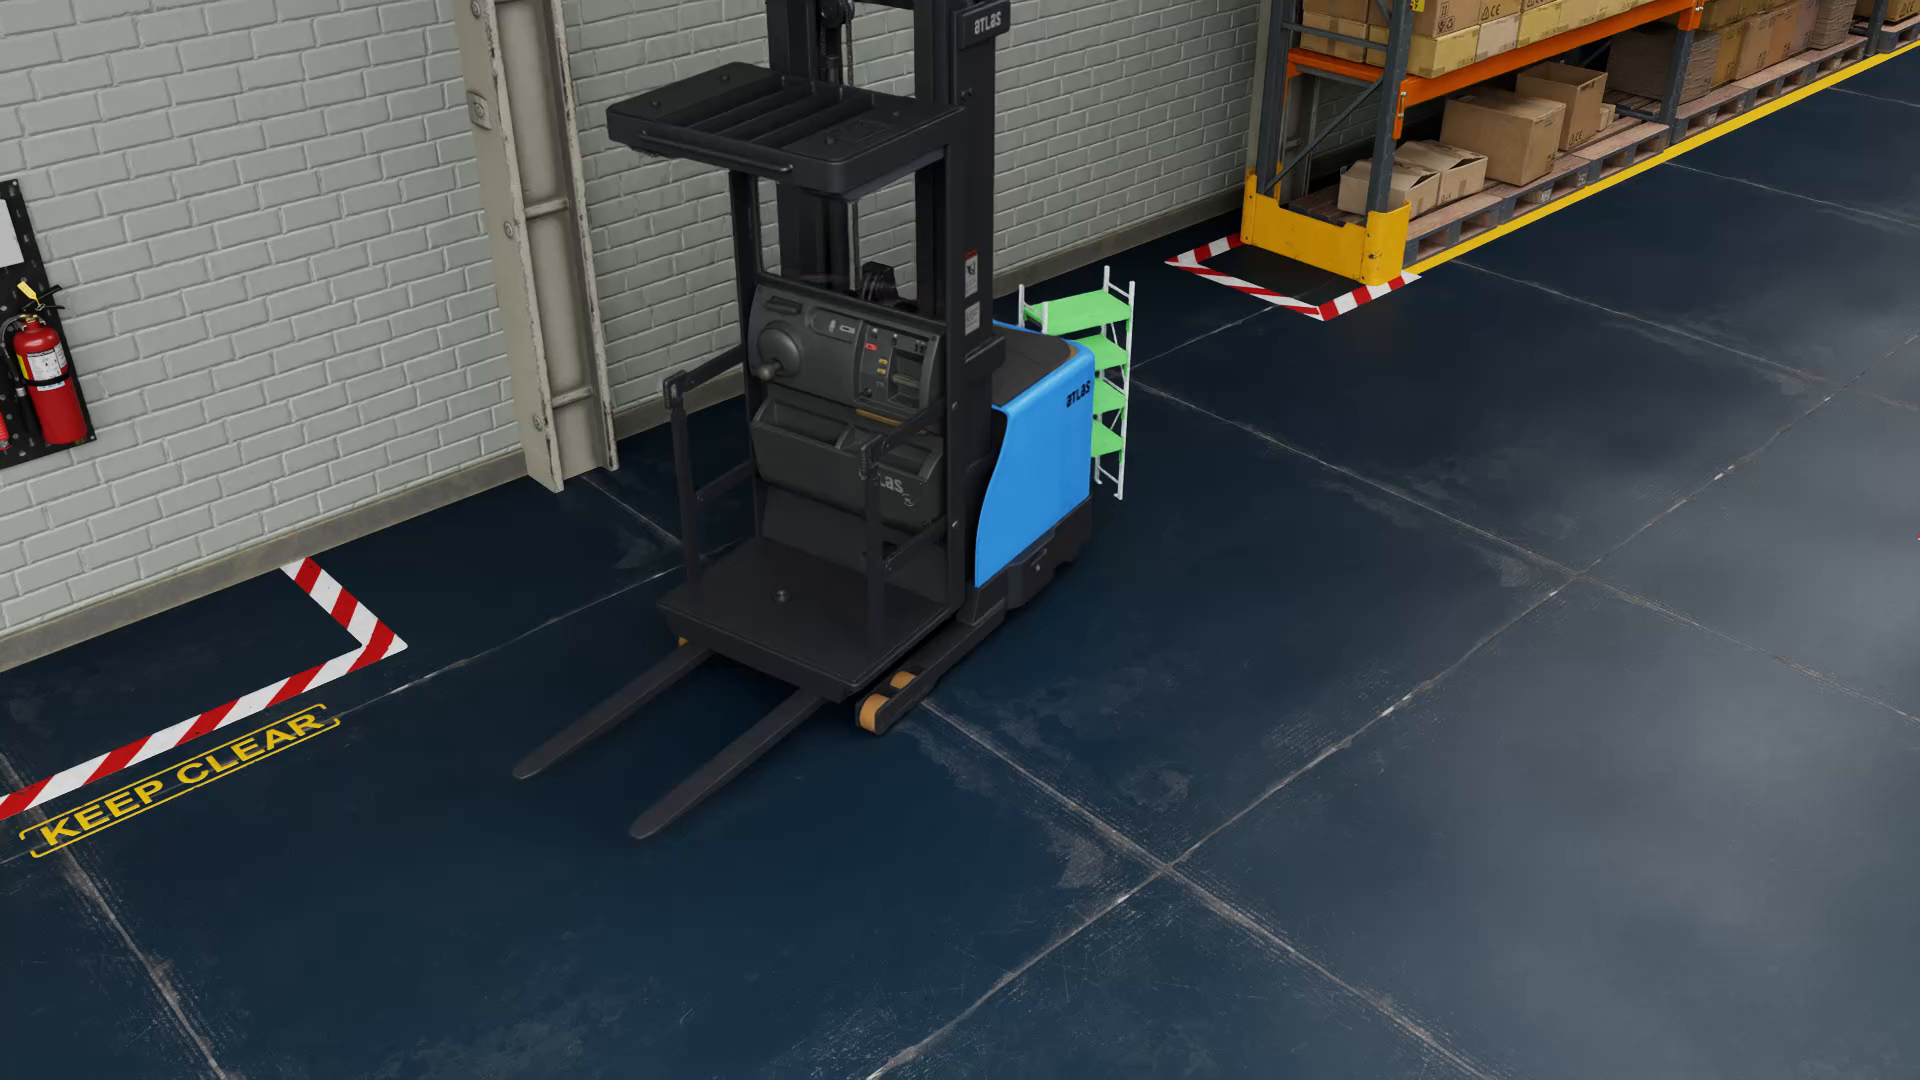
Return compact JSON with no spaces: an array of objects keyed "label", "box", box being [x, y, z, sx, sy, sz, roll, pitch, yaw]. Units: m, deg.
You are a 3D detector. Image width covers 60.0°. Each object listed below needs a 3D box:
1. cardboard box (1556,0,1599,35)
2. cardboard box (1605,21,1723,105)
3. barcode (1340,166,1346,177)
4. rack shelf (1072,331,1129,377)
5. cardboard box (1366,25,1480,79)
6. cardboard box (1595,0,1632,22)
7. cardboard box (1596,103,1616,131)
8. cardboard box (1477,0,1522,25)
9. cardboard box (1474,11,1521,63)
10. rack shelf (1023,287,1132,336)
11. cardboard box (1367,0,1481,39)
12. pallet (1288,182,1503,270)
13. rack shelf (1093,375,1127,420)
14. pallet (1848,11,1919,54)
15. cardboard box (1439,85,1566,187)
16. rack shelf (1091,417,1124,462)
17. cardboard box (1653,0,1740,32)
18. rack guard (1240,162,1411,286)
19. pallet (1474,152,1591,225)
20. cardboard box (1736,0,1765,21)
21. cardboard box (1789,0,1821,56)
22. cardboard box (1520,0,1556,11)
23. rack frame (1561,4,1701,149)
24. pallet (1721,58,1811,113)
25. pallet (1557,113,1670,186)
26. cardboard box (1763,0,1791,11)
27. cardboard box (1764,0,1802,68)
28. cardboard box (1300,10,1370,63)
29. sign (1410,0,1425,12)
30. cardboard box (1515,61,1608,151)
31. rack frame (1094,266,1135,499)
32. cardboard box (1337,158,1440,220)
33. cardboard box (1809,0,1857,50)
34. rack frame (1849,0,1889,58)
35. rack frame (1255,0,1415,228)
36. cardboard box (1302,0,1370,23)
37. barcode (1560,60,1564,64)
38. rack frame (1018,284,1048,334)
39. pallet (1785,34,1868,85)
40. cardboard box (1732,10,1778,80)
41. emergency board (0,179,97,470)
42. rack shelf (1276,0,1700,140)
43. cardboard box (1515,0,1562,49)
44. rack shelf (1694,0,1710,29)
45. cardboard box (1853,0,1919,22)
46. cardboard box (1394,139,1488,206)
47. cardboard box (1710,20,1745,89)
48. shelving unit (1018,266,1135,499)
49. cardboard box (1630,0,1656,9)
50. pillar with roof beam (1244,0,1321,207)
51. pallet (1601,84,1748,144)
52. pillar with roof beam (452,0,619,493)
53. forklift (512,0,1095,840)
[{"label":"cardboard box","box":[4.104,-3.745,11.624,0.500,0.250,0.500,-25,40,-35]},{"label":"cardboard box","box":[5.871,-4.010,13.906,0.500,0.500,0.700,-24,39,-34]},{"label":"barcode","box":[2.719,-2.617,11.802,0.075,0.075,0.001,-26,40,-35]},{"label":"rack shelf","box":[0.560,-0.866,8.178,0.480,0.148,0.258,-16,35,-24]},{"label":"cardboard box","box":[2.983,-3.198,10.730,0.500,0.250,0.500,-27,41,-37]},{"label":"cardboard box","box":[4.472,-3.924,11.916,0.500,0.250,0.500,-26,40,-36]},{"label":"cardboard box","box":[4.971,-3.399,13.227,0.380,0.166,0.250,23,38,33]},{"label":"cardboard box","box":[3.333,-3.693,10.819,0.500,0.500,0.500,-26,40,-35]},{"label":"cardboard box","box":[3.354,-3.388,11.040,0.500,0.250,0.500,-27,41,-37]},{"label":"rack shelf","box":[0.560,-1.070,8.053,0.480,0.148,0.258,-16,35,-24]},{"label":"cardboard box","box":[2.964,-3.521,10.539,0.500,0.500,0.500,-26,40,-35]},{"label":"pallet","box":[3.085,-2.314,11.832,1.213,0.211,1.003,-26,40,-35]},{"label":"rack shelf","box":[0.560,-0.661,8.303,0.480,0.148,0.258,-16,35,-24]},{"label":"pallet","box":[8.905,-5.101,16.390,1.213,0.211,1.003,-26,40,-35]},{"label":"cardboard box","box":[3.968,-2.978,12.219,0.700,0.500,0.500,26,40,36]},{"label":"rack shelf","box":[0.560,-0.456,8.428,0.480,0.148,0.258,-16,35,-24]},{"label":"cardboard box","box":[6.192,-4.487,13.968,0.500,0.250,0.500,-27,40,-36]},{"label":"rack guard","box":[2.465,-2.163,11.308,0.348,0.500,1.175,-26,40,-35]},{"label":"pallet","box":[3.979,-2.745,12.536,1.213,0.211,1.003,-26,40,-35]},{"label":"cardboard box","box":[6.570,-4.673,14.273,0.500,0.250,0.500,-27,41,-37]},{"label":"cardboard box","box":[7.326,-4.748,15.113,0.500,0.500,0.700,-26,40,-36]},{"label":"cardboard box","box":[3.716,-3.873,11.115,0.500,0.500,0.500,-27,41,-37]},{"label":"rack frame","box":[5.342,-4.621,12.932,0.127,3.000,1.000,-26,40,-35]},{"label":"pallet","box":[6.807,-4.143,14.823,1.213,0.211,1.003,-26,40,-35]},{"label":"pallet","box":[4.874,-3.180,13.248,1.213,0.211,1.003,-26,40,-35]},{"label":"cardboard box","box":[6.949,-4.843,14.551,0.500,0.250,0.500,-26,40,-36]},{"label":"cardboard box","box":[6.981,-4.560,14.807,0.500,0.500,0.700,-26,40,-36]},{"label":"cardboard box","box":[2.620,-3.387,11.038,0.500,0.250,0.500,-25,39,-35]},{"label":"sign","box":[2.778,-3.364,10.046,0.005,0.325,0.100,-26,40,-35]},{"label":"cardboard box","box":[4.609,-3.359,12.842,0.500,0.500,0.500,26,40,35]},{"label":"rack frame","box":[0.773,-0.777,8.371,0.015,1.200,0.240,-16,35,-24]},{"label":"cardboard box","box":[2.978,-2.454,11.543,0.500,0.311,0.500,24,39,34]},{"label":"cardboard box","box":[7.783,-4.886,15.339,0.500,0.500,0.700,-25,39,-35]},{"label":"rack frame","box":[8.276,-6.040,15.252,0.127,3.000,1.000,-26,40,-35]},{"label":"rack frame","box":[2.409,-3.202,10.612,0.127,3.000,1.000,-26,40,-35]},{"label":"cardboard box","box":[2.610,-3.715,10.856,0.500,0.500,0.500,-26,40,-36]},{"label":"barcode","box":[4.783,-3.779,13.223,0.075,0.075,0.001,-26,40,-35]},{"label":"rack frame","box":[0.347,-0.654,8.169,0.015,1.200,0.240,-16,35,-24]},{"label":"pallet","box":[7.702,-4.574,15.527,1.213,0.211,1.003,-26,40,-35]},{"label":"cardboard box","box":[6.617,-4.378,14.508,0.500,0.500,0.700,-25,40,-35]},{"label":"emergency board","box":[-3.903,-0.791,6.669,0.643,1.169,0.194,-26,40,-35]},{"label":"rack shelf","box":[3.876,-3.605,11.959,4.000,0.370,1.077,-26,40,-35]},{"label":"cardboard box","box":[3.732,-3.566,11.332,0.500,0.250,0.500,-27,40,-36]},{"label":"rack shelf","box":[6.809,-5.024,14.280,4.000,0.370,1.077,-26,40,-35]},{"label":"cardboard box","box":[8.904,-5.513,16.048,0.750,0.750,0.750,-26,40,-36]},{"label":"cardboard box","box":[3.396,-2.656,11.874,0.500,0.311,0.500,-22,38,-32]},{"label":"cardboard box","box":[6.216,-4.212,14.238,0.500,0.500,0.700,-27,40,-36]},{"label":"shelving unit","box":[0.560,-0.715,8.270,0.503,1.200,0.258,-16,35,-24]},{"label":"cardboard box","box":[4.830,-4.108,12.217,0.500,0.250,0.500,-26,40,-35]},{"label":"pillar with roof beam","box":[5.262,-4.694,7.300,0.400,9.000,9.100,-26,40,-35]},{"label":"pallet","box":[5.912,-3.708,14.112,1.213,0.211,1.003,-26,40,-35]},{"label":"pillar with roof beam","box":[0.862,-2.566,3.820,0.400,9.000,9.100,-26,40,-35]},{"label":"forklift","box":[-0.599,-0.726,6.627,1.130,2.935,3.031,19,36,28]}]
